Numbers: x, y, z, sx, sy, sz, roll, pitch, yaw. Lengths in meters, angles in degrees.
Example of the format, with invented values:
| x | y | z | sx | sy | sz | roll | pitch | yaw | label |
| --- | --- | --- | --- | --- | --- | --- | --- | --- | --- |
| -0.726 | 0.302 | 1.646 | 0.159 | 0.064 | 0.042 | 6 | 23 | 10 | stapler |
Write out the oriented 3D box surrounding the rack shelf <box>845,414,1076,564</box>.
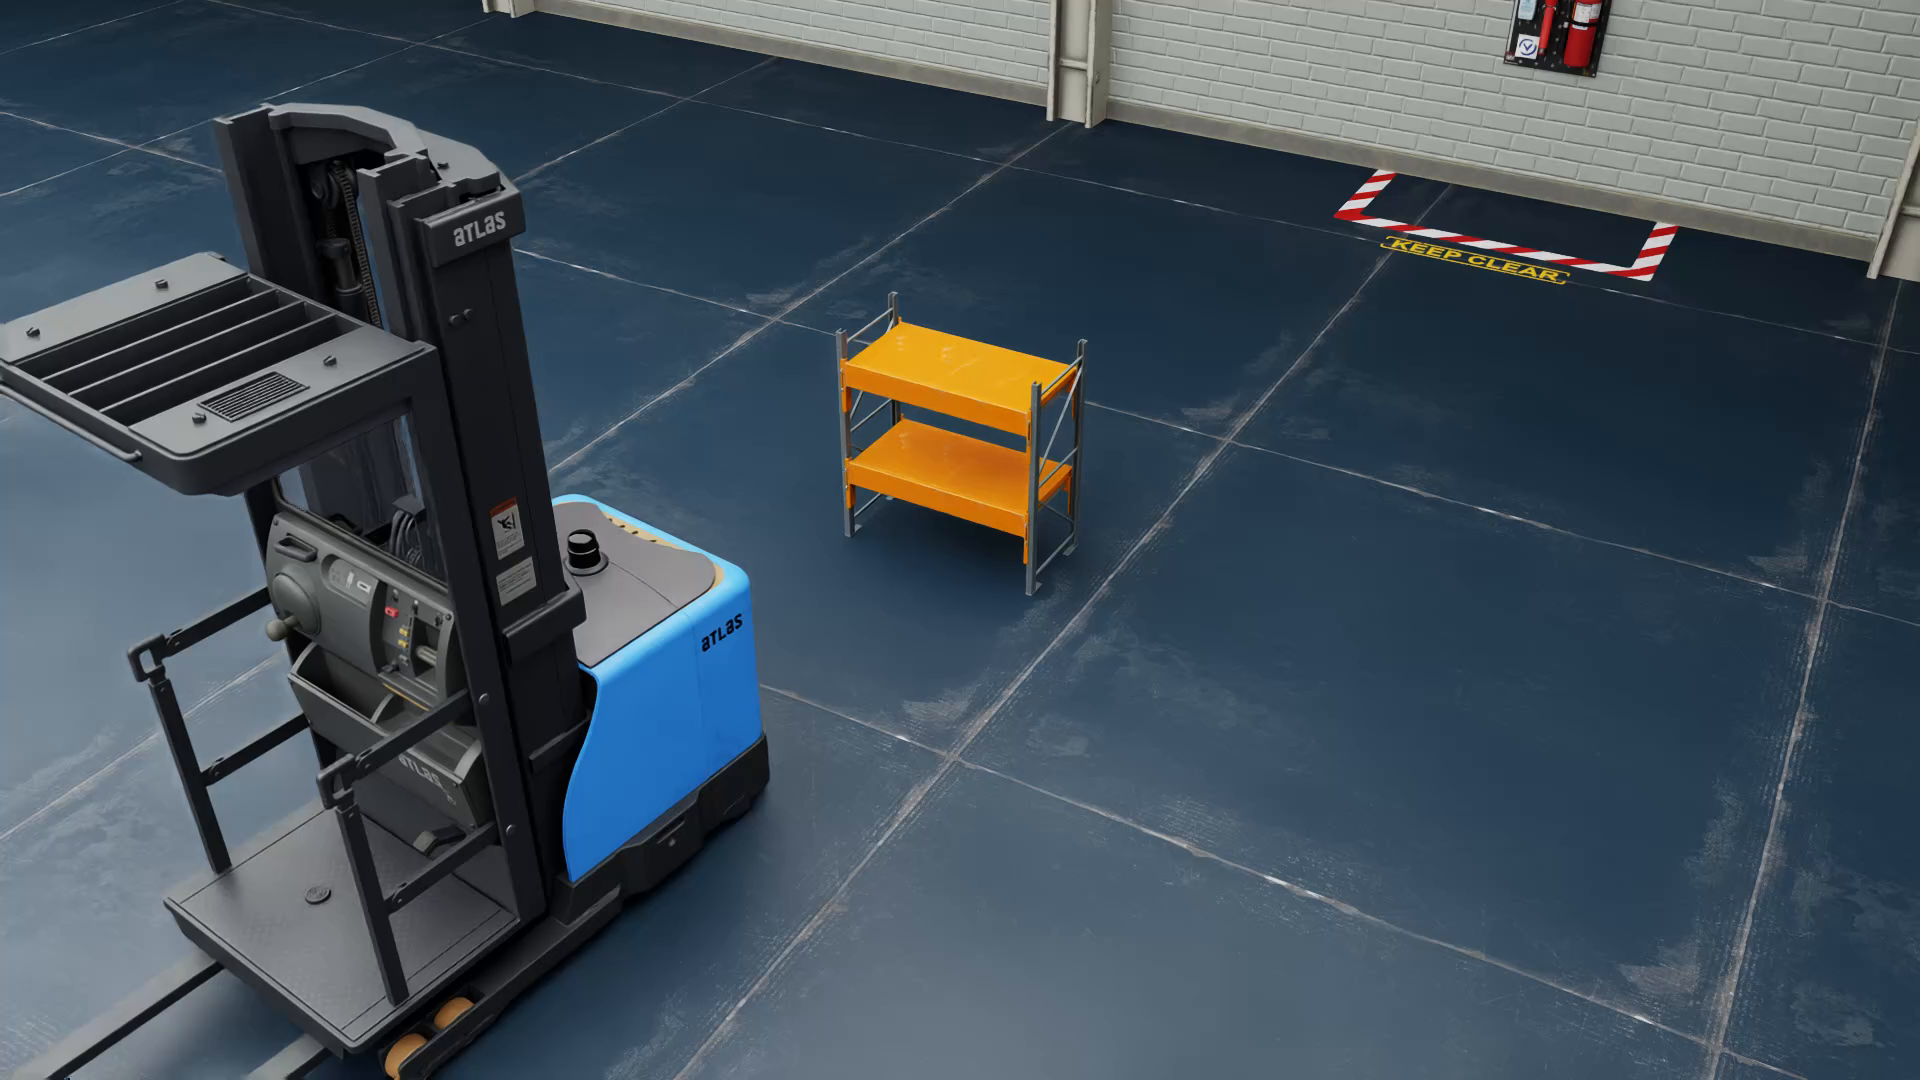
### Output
| x | y | z | sx | sy | sz | roll | pitch | yaw | label |
| --- | --- | --- | --- | --- | --- | --- | --- | --- | --- |
| 0.006 | -0.263 | 8.071 | 1.000 | 0.278 | 0.538 | 18 | 37 | 24 | rack shelf |

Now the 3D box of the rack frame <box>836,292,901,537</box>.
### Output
| x | y | z | sx | sy | sz | roll | pitch | yaw | label |
| --- | --- | --- | --- | --- | --- | --- | --- | --- | --- |
| -0.435 | -0.606 | 8.145 | 0.032 | 1.125 | 0.500 | 18 | 37 | 24 | rack frame |

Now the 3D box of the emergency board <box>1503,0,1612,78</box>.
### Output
| x | y | z | sx | sy | sz | roll | pitch | yaw | label |
| --- | --- | --- | --- | --- | --- | --- | --- | --- | --- |
| 4.020 | -3.676 | 11.064 | 0.643 | 1.169 | 0.194 | 18 | 37 | 24 | emergency board |

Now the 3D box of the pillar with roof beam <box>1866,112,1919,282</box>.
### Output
| x | y | z | sx | sy | sz | roll | pitch | yaw | label |
| --- | --- | --- | --- | --- | --- | --- | --- | --- | --- |
| 4.010 | -3.403 | 5.242 | 0.400 | 9.000 | 9.100 | 18 | 37 | 24 | pillar with roof beam |

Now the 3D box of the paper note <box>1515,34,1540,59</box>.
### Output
| x | y | z | sx | sy | sz | roll | pitch | yaw | label |
| --- | --- | --- | --- | --- | --- | --- | --- | --- | --- |
| 3.900 | -3.391 | 11.431 | 0.142 | 0.148 | 0.016 | 18 | 37 | 24 | paper note |

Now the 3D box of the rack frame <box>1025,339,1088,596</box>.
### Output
| x | y | z | sx | sy | sz | roll | pitch | yaw | label |
| --- | --- | --- | --- | --- | --- | --- | --- | --- | --- |
| 0.447 | -0.327 | 7.725 | 0.032 | 1.125 | 0.500 | 18 | 37 | 24 | rack frame |

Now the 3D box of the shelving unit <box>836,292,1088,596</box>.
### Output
| x | y | z | sx | sy | sz | roll | pitch | yaw | label |
| --- | --- | --- | --- | --- | --- | --- | --- | --- | --- |
| 0.006 | -0.466 | 7.935 | 1.048 | 1.125 | 0.538 | 18 | 37 | 24 | shelving unit |

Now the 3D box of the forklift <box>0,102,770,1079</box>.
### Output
| x | y | z | sx | sy | sz | roll | pitch | yaw | label |
| --- | --- | --- | --- | --- | --- | --- | --- | --- | --- |
| -2.049 | 0.282 | 5.182 | 1.130 | 2.935 | 3.031 | 23 | 40 | 30 | forklift |

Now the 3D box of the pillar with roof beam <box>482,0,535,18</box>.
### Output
| x | y | z | sx | sy | sz | roll | pitch | yaw | label |
| --- | --- | --- | --- | --- | --- | --- | --- | --- | --- |
| -6.408 | -6.703 | 10.198 | 0.400 | 9.000 | 9.100 | 18 | 37 | 24 | pillar with roof beam |

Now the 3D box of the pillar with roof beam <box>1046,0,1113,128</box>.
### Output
| x | y | z | sx | sy | sz | roll | pitch | yaw | label |
| --- | --- | --- | --- | --- | --- | --- | --- | --- | --- |
| -1.199 | -5.053 | 7.720 | 0.400 | 9.000 | 9.100 | 18 | 37 | 24 | pillar with roof beam |

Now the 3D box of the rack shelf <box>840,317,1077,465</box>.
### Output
| x | y | z | sx | sy | sz | roll | pitch | yaw | label |
| --- | --- | --- | --- | --- | --- | --- | --- | --- | --- |
| 0.006 | -0.710 | 7.773 | 1.000 | 0.278 | 0.538 | 18 | 37 | 24 | rack shelf |
